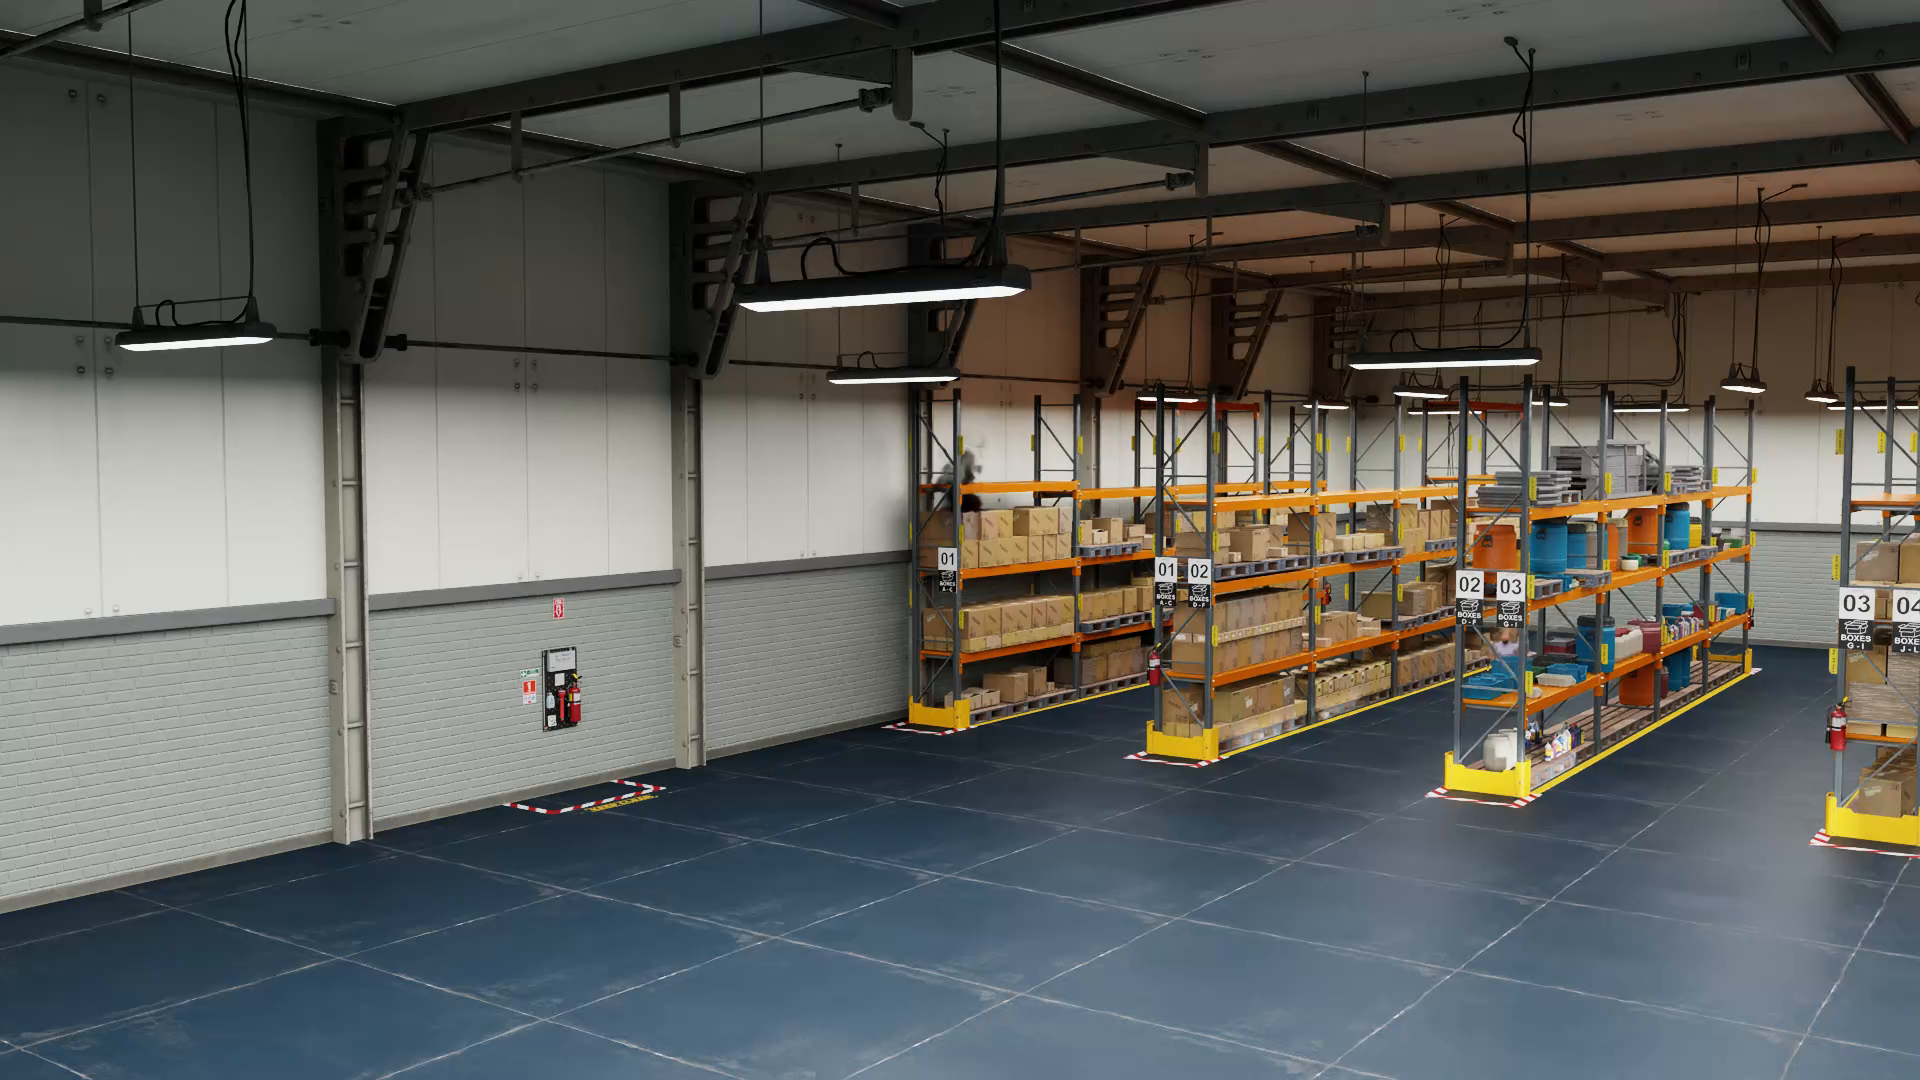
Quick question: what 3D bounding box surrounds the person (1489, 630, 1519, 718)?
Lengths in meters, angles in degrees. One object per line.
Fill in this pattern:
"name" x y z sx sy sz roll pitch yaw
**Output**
"person" 10.102 2.458 30.790 0.613 1.608 0.586 2 4 29
